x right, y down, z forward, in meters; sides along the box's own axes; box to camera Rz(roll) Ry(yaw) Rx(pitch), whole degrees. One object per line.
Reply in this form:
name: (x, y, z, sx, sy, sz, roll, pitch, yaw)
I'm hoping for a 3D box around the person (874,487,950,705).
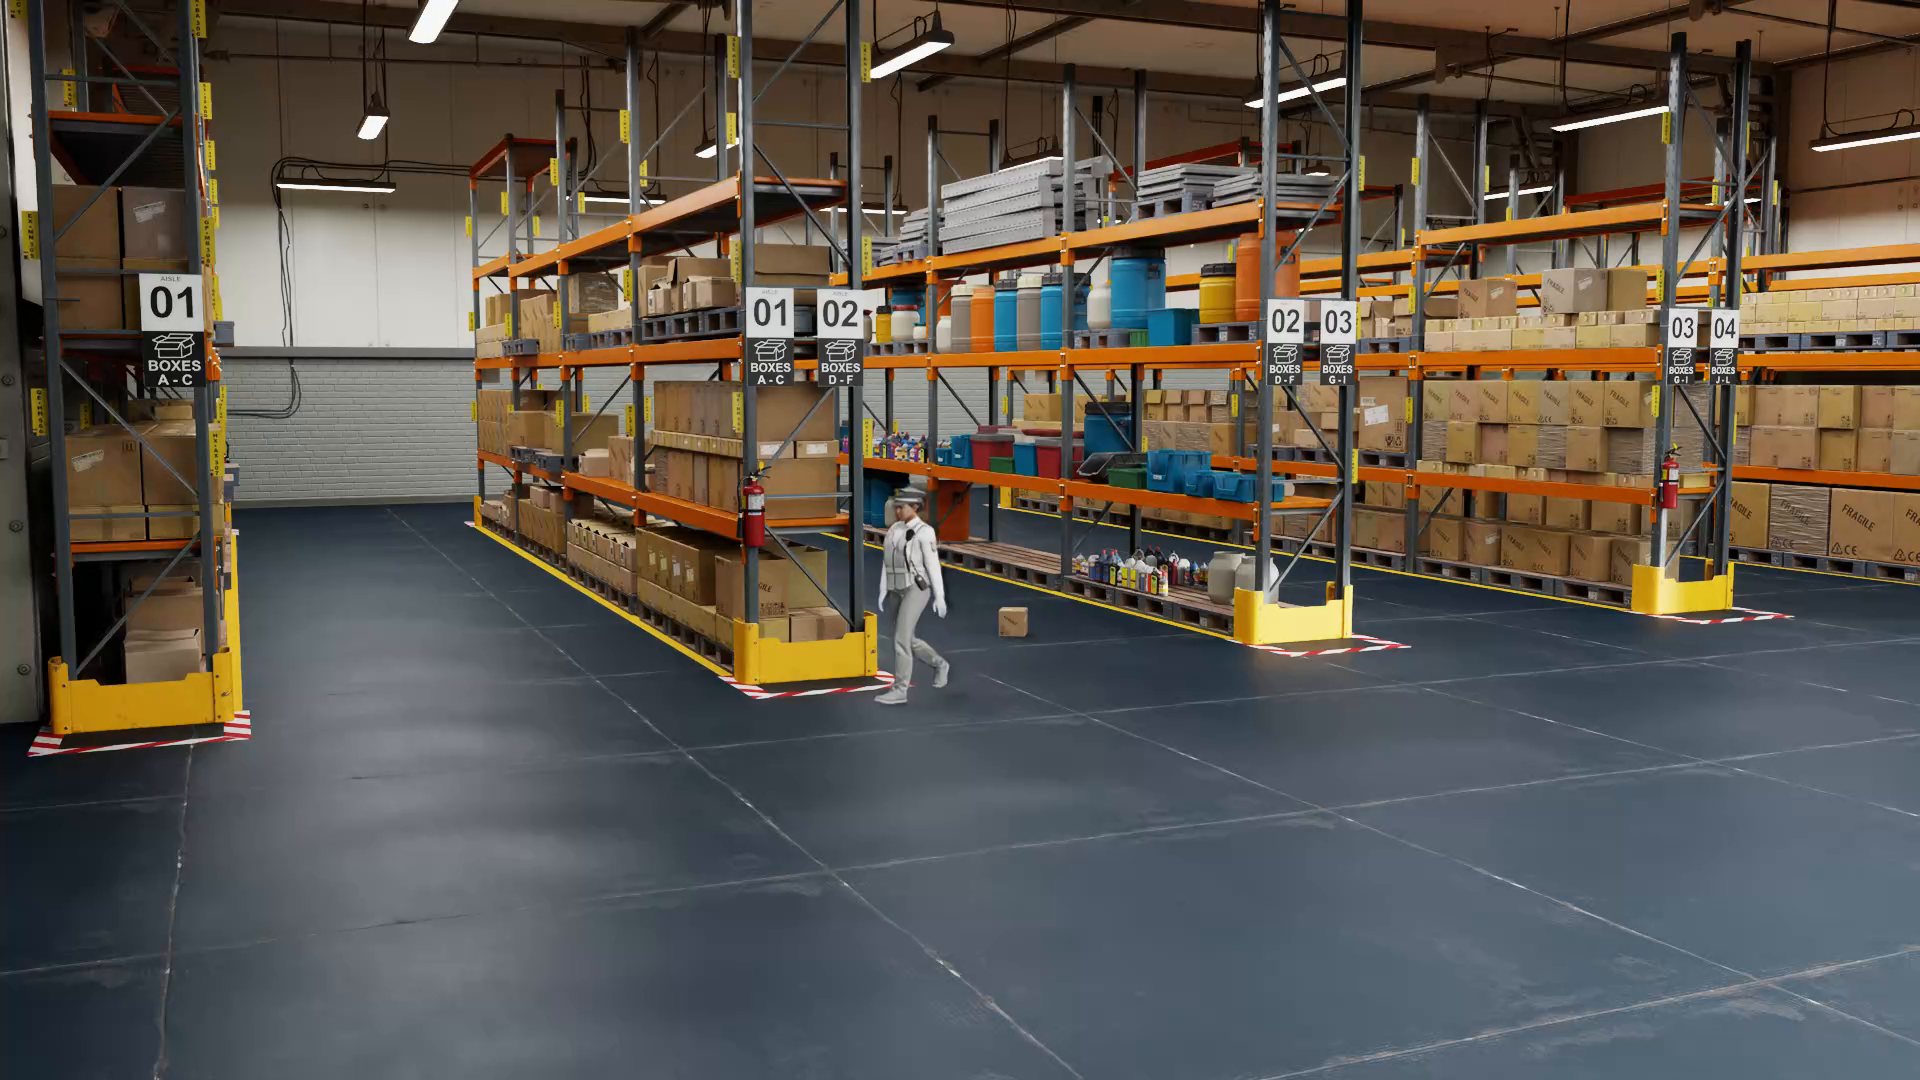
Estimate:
person: (-0.366, 0.409, 12.750, 0.825, 1.627, 0.519, -4, 7, -38)
